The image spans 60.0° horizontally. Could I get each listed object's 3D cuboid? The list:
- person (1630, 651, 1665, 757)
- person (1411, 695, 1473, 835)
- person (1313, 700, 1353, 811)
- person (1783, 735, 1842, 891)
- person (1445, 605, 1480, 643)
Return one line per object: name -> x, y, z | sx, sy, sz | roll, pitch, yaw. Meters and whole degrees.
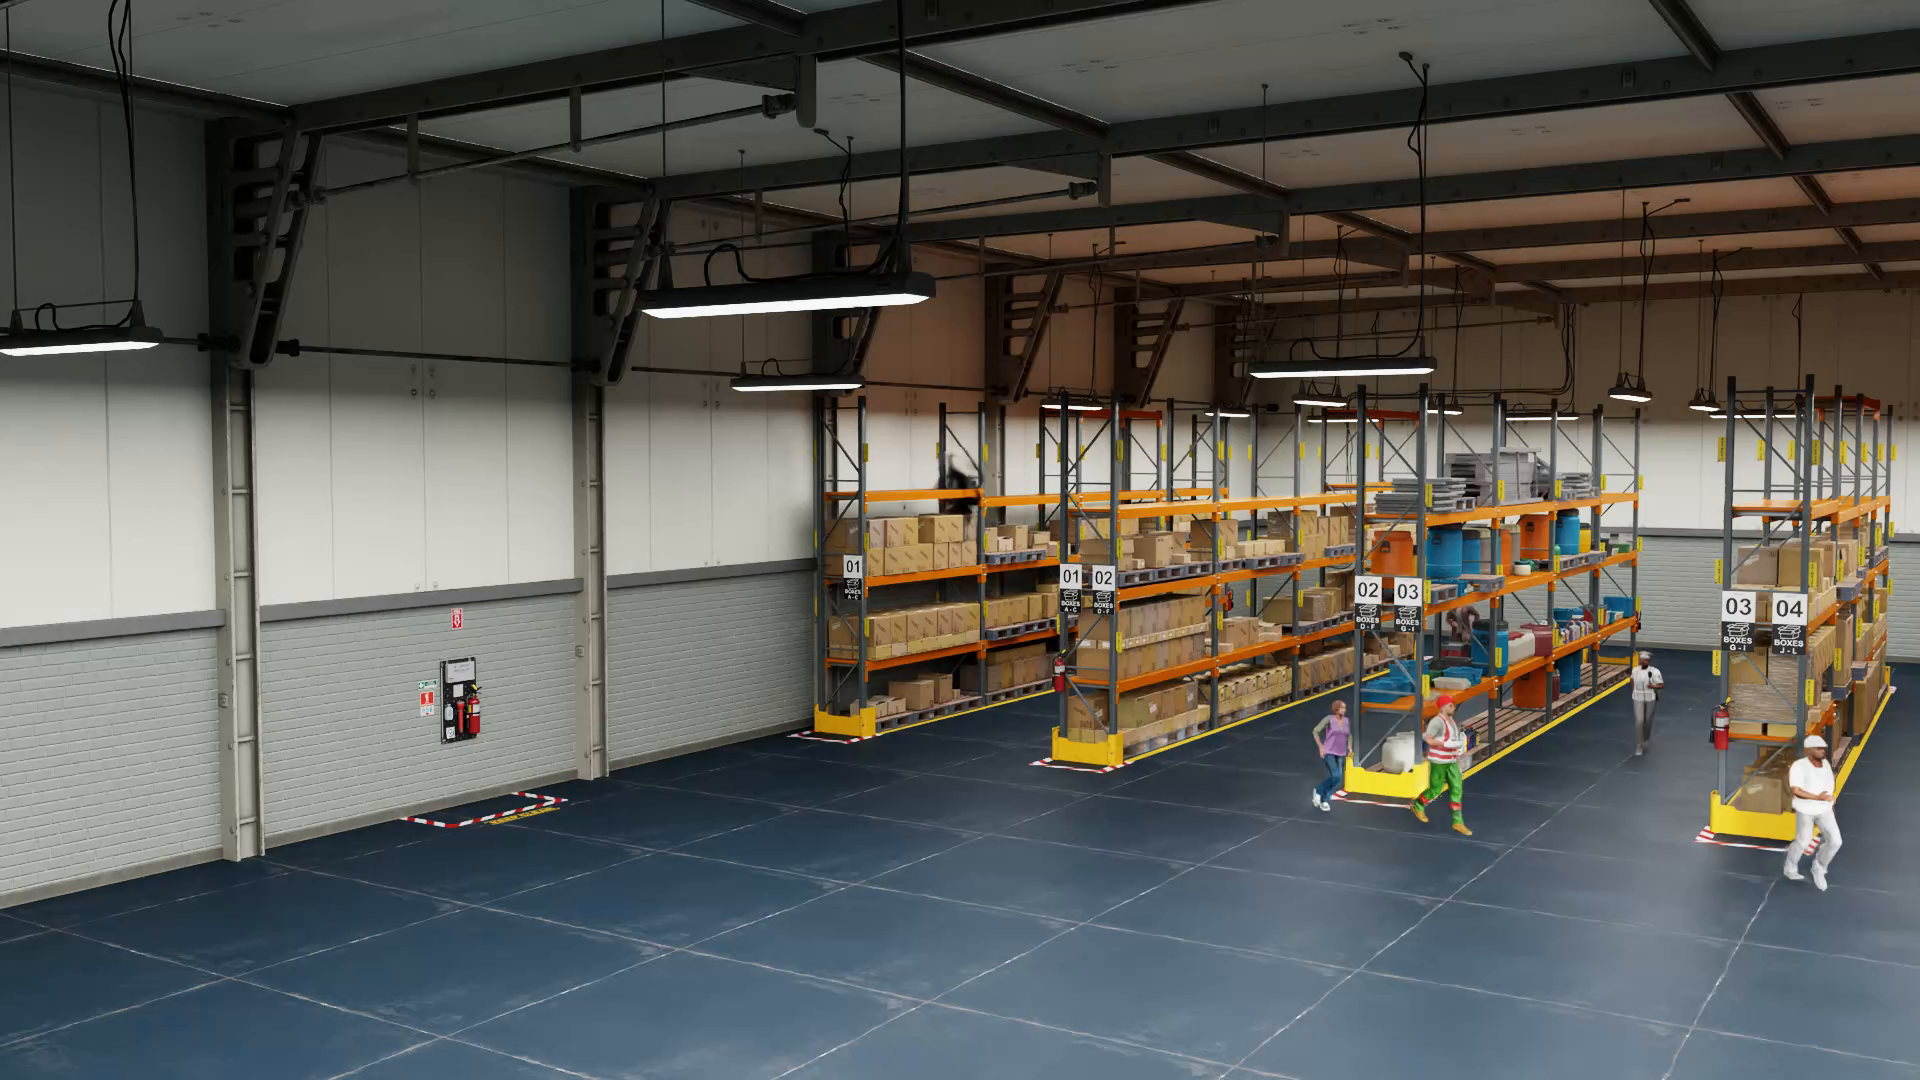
person -> 11.434, 2.713, 27.694 | 0.553, 1.749, 0.771 | 1, 3, 26
person -> 6.324, 2.899, 22.022 | 0.625, 1.715, 0.801 | -2, 4, -39
person -> 5.265, 3.008, 23.242 | 0.539, 1.547, 0.505 | -1, 3, -23
person -> 9.799, 3.123, 19.065 | 0.669, 1.783, 0.803 | -1, 3, -13
person -> 11.543, 2.128, 38.344 | 0.710, 1.720, 0.600 | 2, 4, 35
